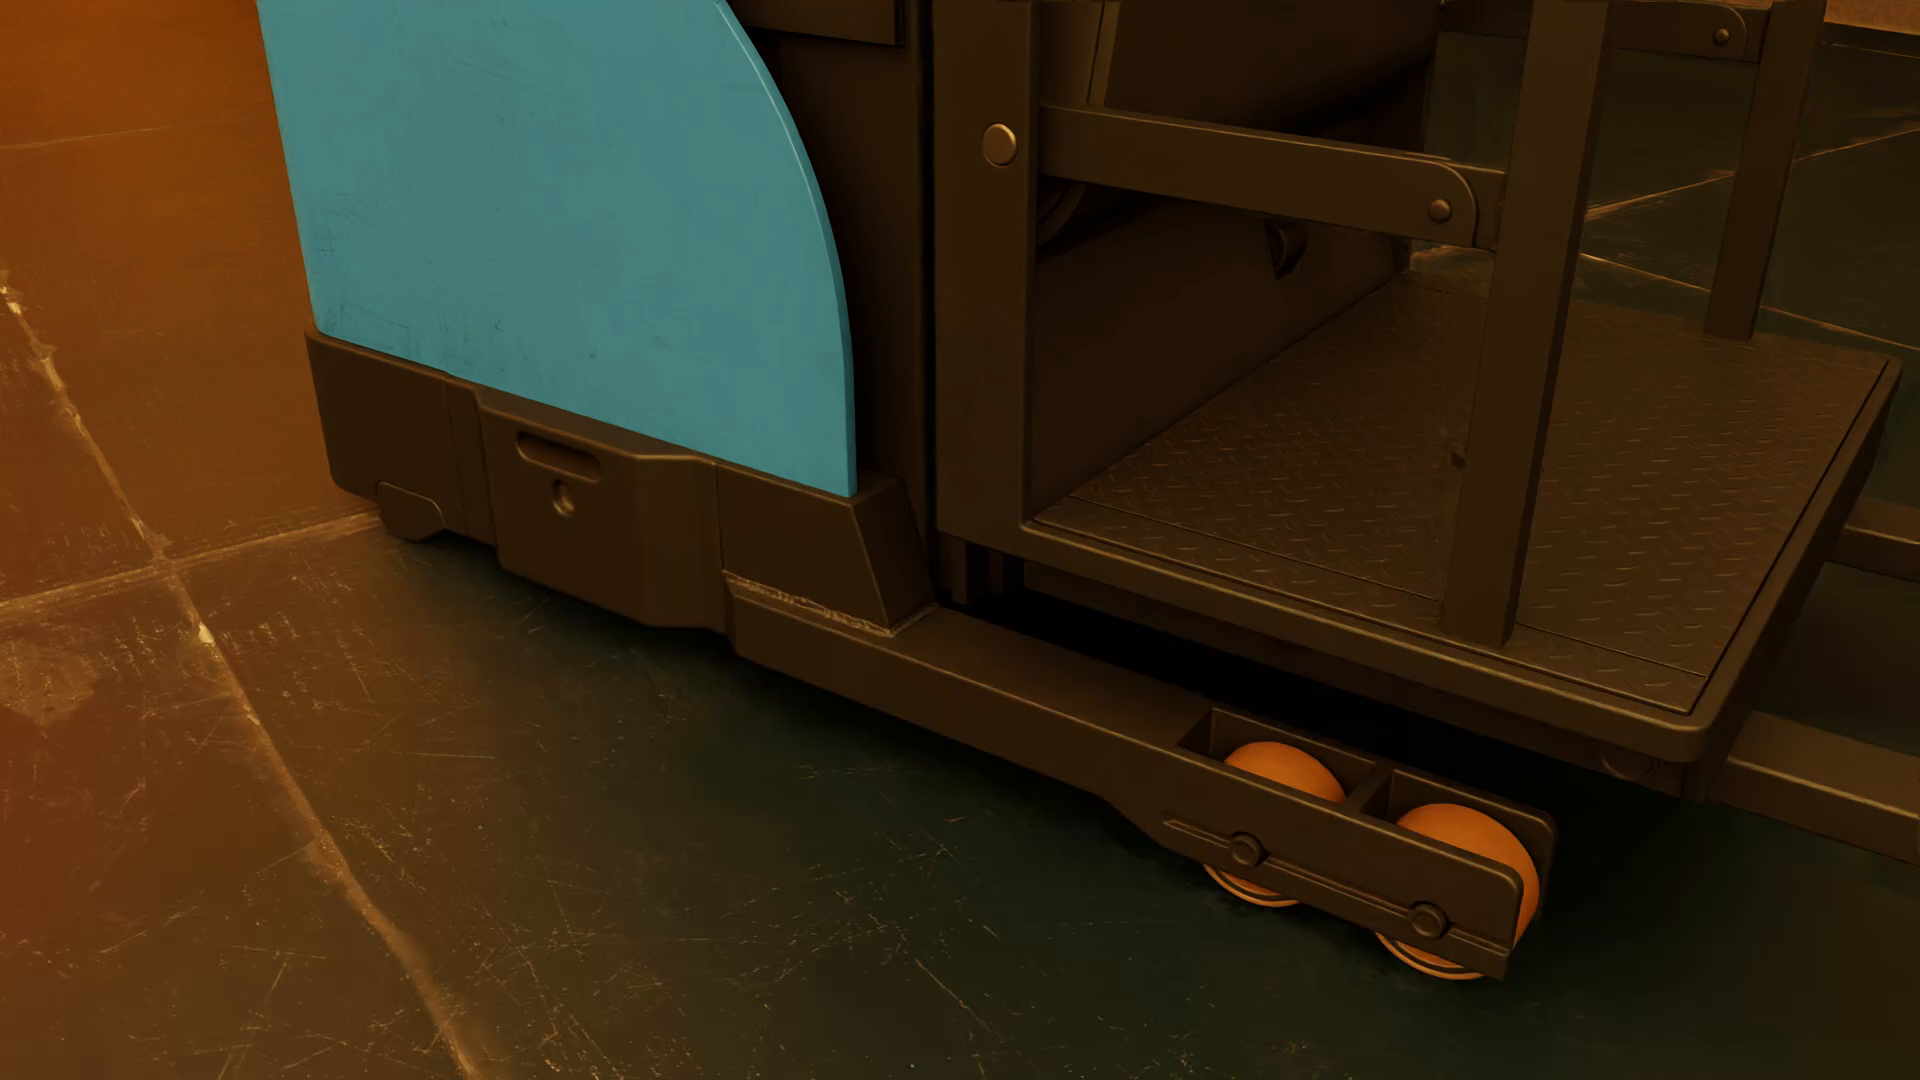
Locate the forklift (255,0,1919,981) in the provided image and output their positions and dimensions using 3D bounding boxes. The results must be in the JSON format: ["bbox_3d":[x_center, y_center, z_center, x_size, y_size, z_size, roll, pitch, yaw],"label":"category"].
[{"bbox_3d":[0.537,-1.150,1.524,3.031,2.935,1.130,17,31,31],"label":"forklift"}]
